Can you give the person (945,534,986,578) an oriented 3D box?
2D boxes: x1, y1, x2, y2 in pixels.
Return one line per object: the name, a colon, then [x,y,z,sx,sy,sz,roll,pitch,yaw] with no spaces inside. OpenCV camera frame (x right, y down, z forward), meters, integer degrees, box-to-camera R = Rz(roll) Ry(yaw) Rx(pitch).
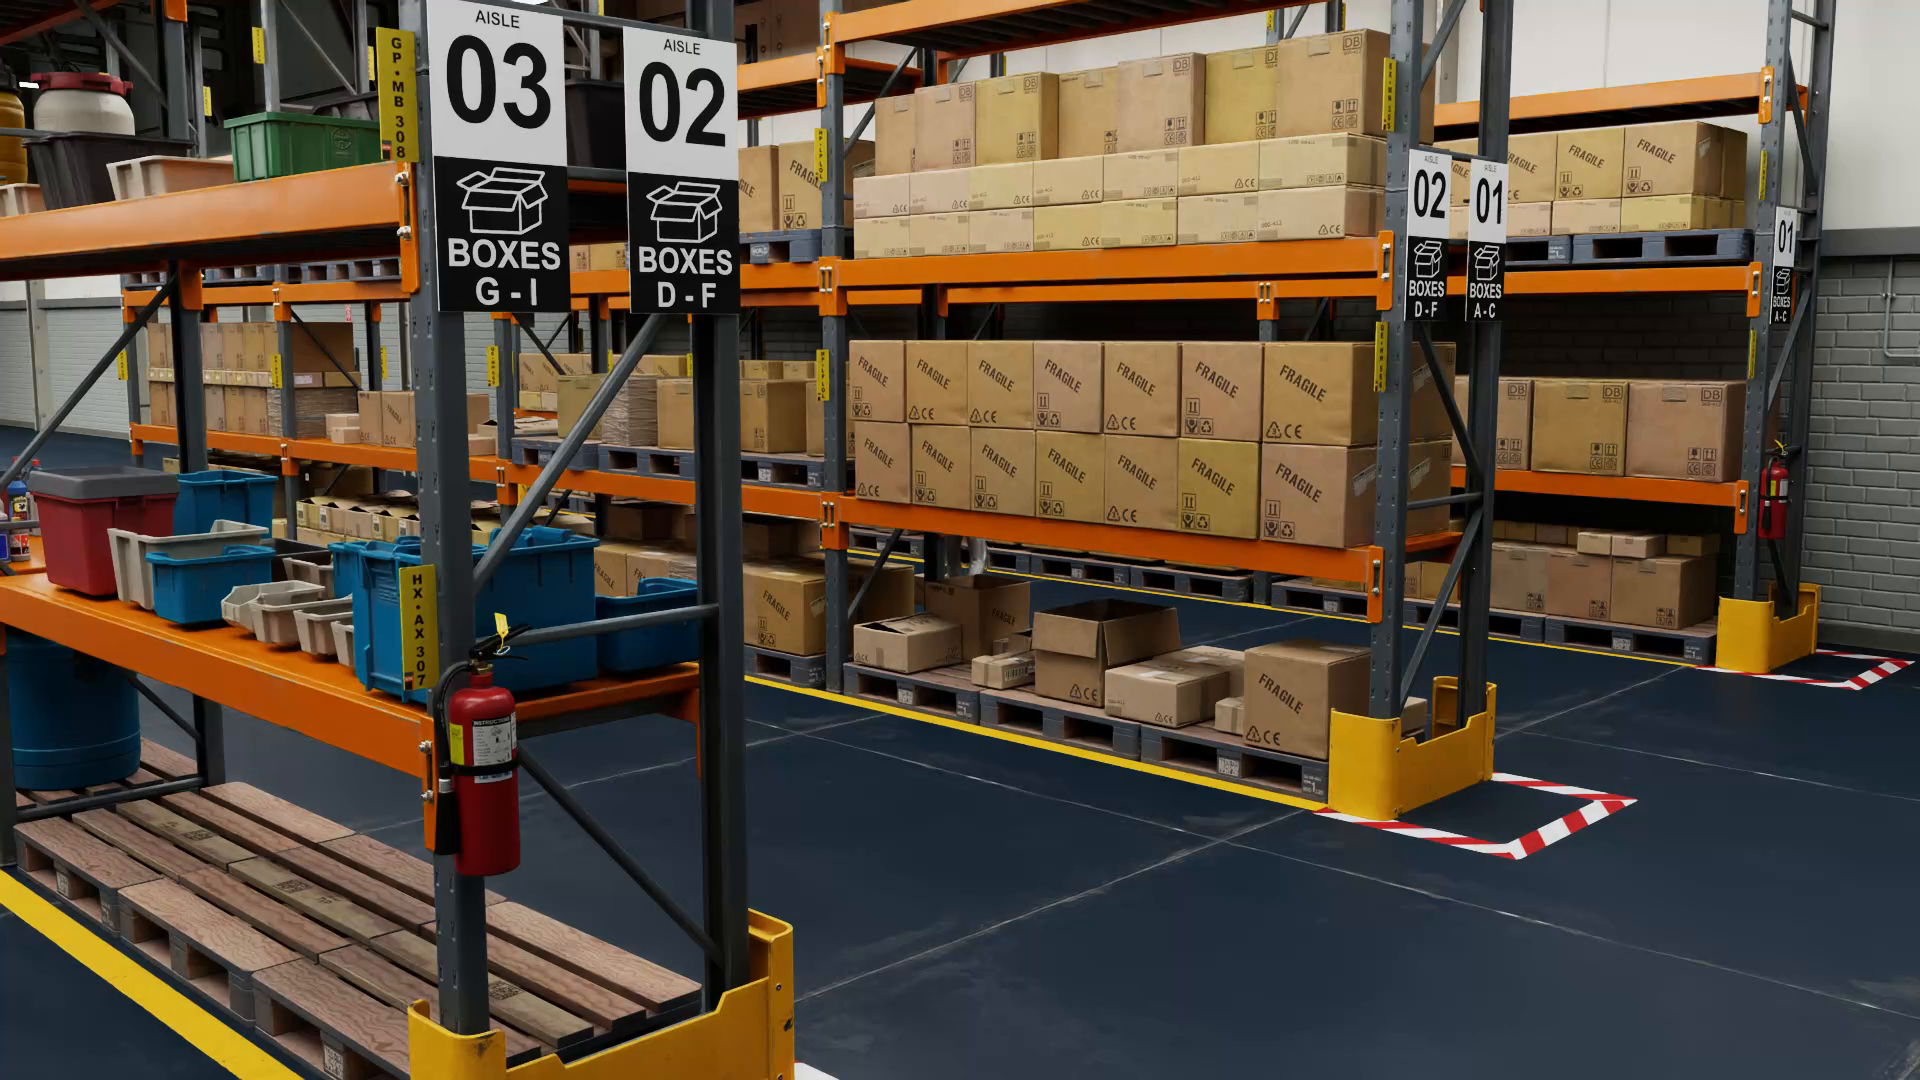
person: [0.036,-0.178,13.668,0.514,1.639,0.894,0,7,1]
